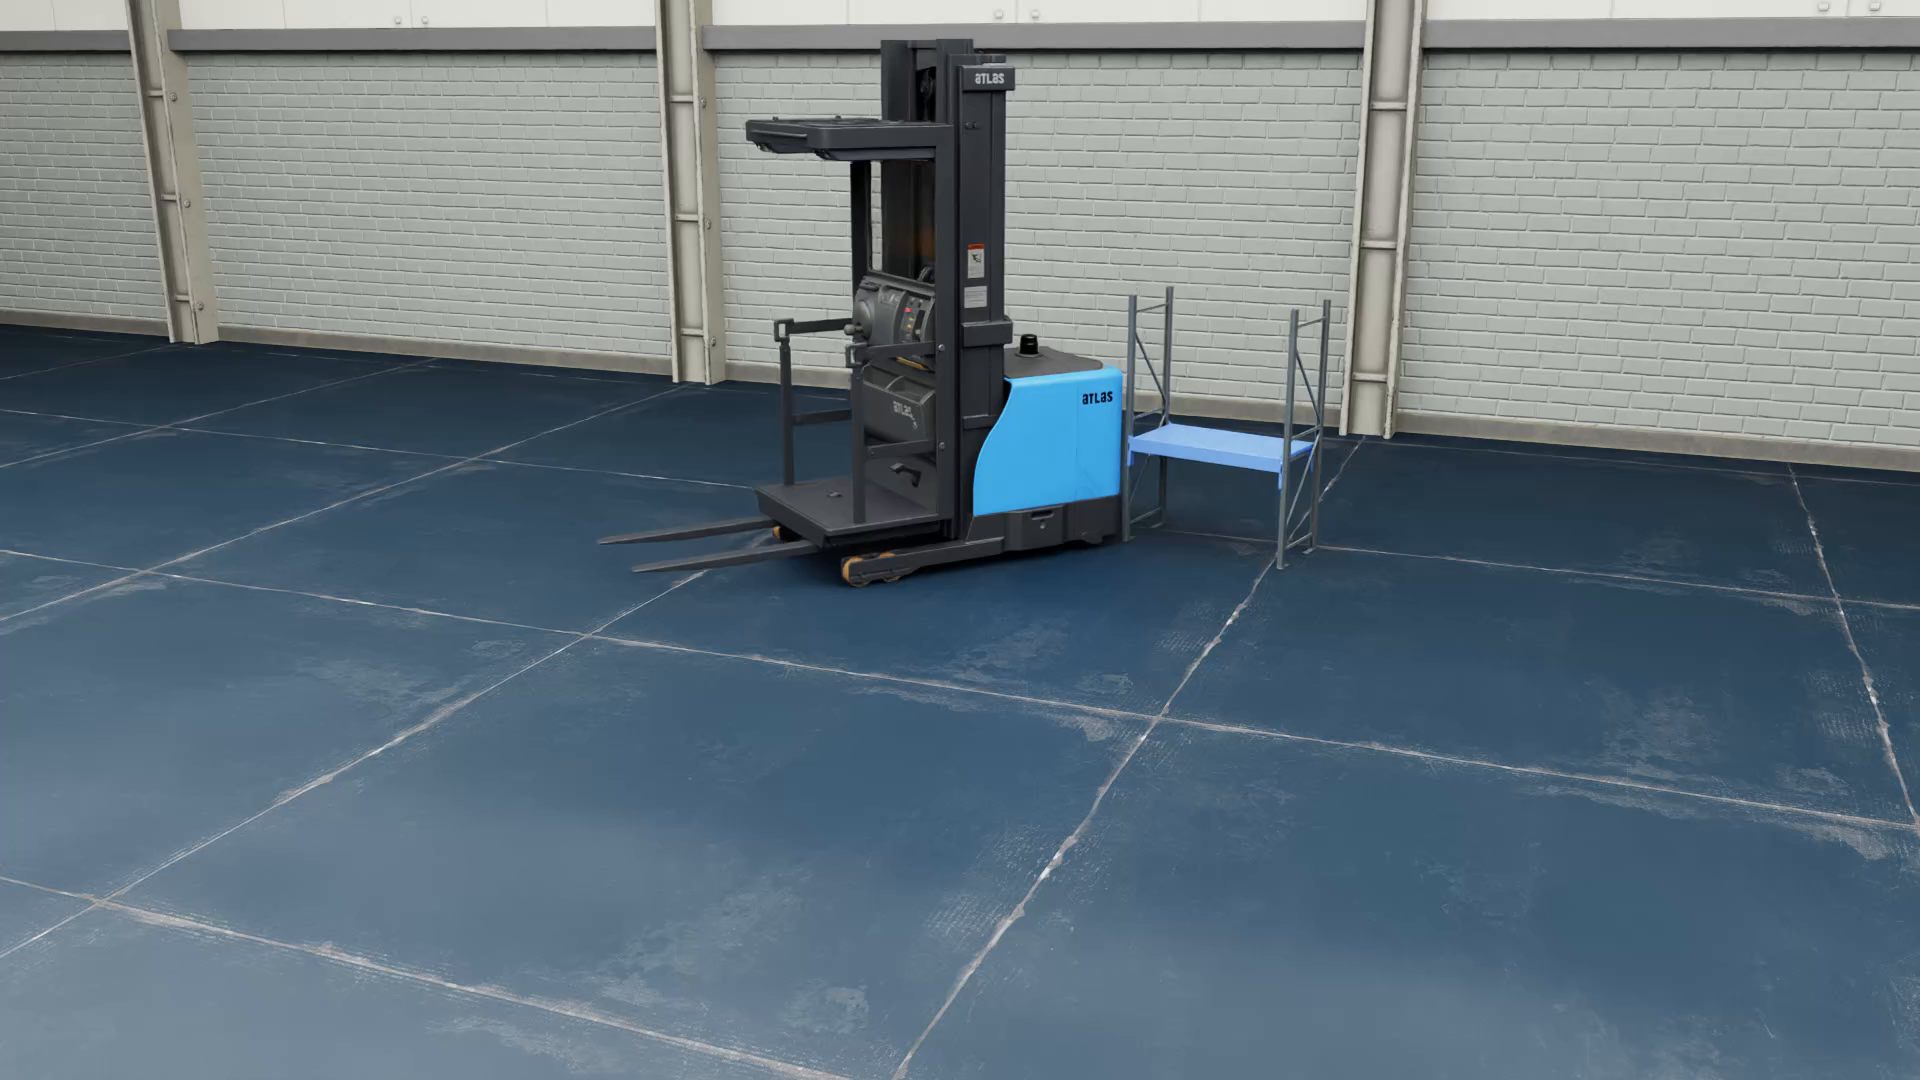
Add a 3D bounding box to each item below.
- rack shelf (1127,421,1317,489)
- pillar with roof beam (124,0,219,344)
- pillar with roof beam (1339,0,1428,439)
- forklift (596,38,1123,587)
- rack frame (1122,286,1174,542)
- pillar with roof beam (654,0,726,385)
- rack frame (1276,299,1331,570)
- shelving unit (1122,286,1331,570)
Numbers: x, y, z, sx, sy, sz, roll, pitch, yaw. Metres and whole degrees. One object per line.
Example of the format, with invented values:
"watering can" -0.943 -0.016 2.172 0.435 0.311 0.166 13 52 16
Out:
"rack shelf" 1.562 -0.516 9.904 1.000 0.185 0.538 11 19 33
"pillar with roof beam" -9.537 -5.277 12.209 0.400 9.000 9.100 6 17 21
"pillar with roof beam" 1.626 -4.049 7.981 0.400 9.000 9.100 6 17 21
"forklift" -0.563 -1.311 9.434 3.031 2.935 1.130 -9 18 -28
"rack frame" 1.145 -0.769 10.133 0.032 1.500 0.500 11 19 33
"pillar with roof beam" -3.956 -4.663 10.095 0.400 9.000 9.100 6 17 21
"rack frame" 1.980 -0.607 9.576 0.032 1.500 0.500 11 19 33
"shelving unit" 1.562 -0.688 9.854 1.048 1.500 0.538 11 19 33
